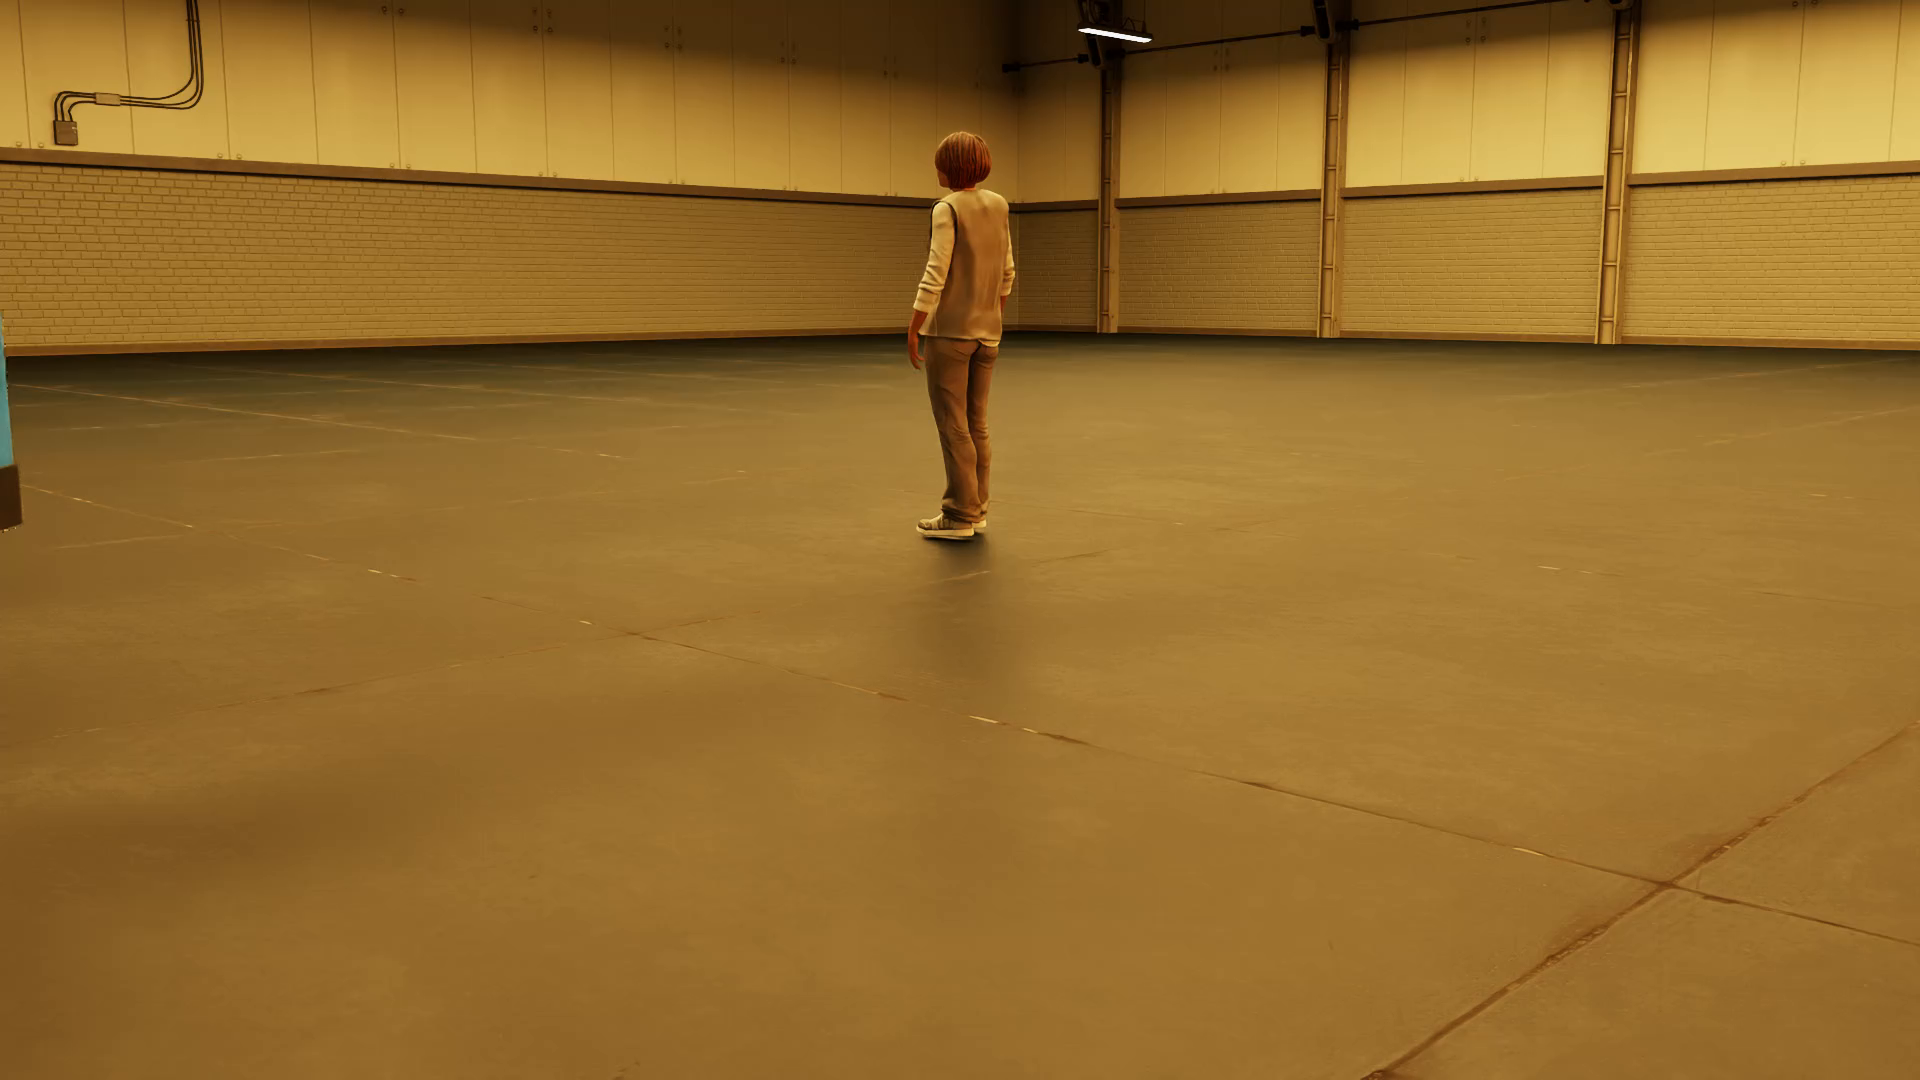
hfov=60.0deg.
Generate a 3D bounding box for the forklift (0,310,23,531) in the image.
[{"bbox_3d":[-5.211,-1.352,5.854,3.031,2.935,1.130,-1,9,-7],"label":"forklift"}]

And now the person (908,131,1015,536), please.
[{"bbox_3d":[-0.044,-0.807,6.659,0.473,1.599,0.520,8,12,43],"label":"person"}]
